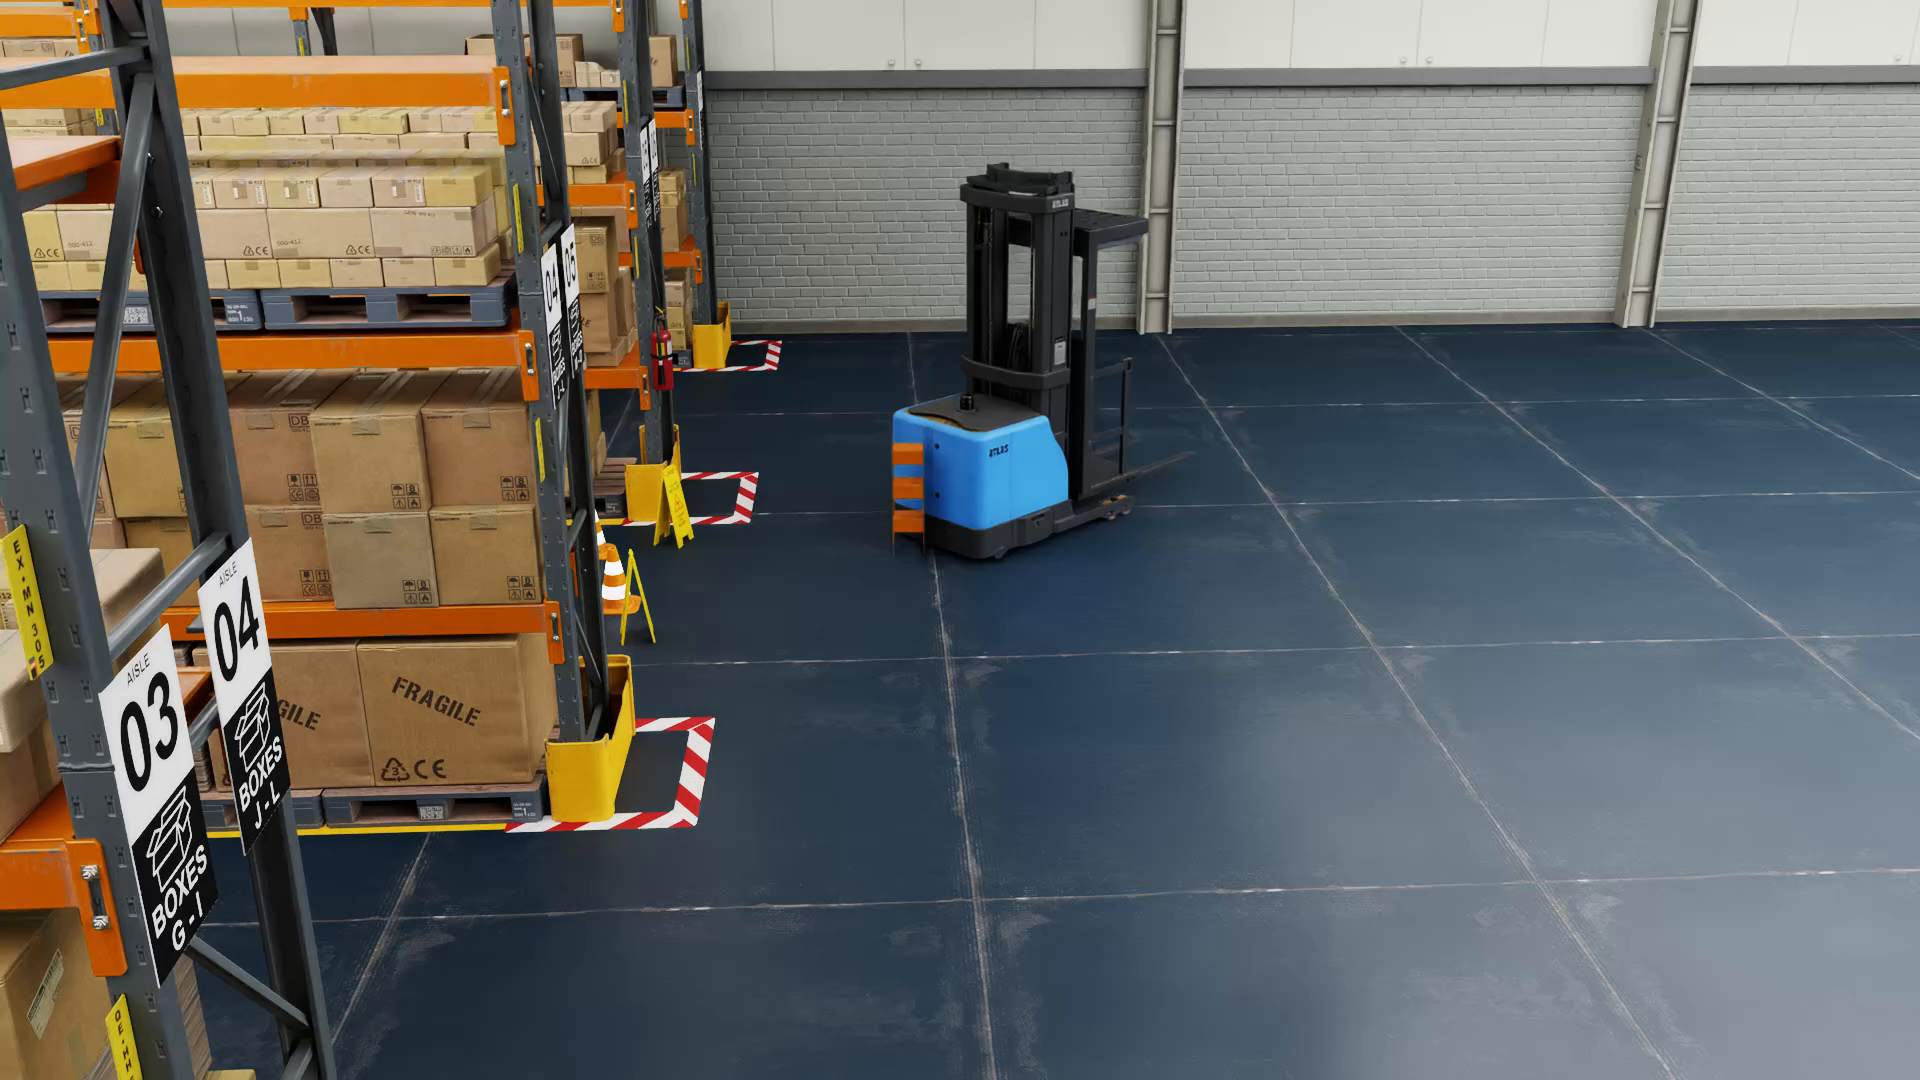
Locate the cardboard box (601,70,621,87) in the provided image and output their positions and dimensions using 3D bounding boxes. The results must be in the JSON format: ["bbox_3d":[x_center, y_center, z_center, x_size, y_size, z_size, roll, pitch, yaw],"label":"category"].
[{"bbox_3d":[-3.687,-4.932,17.767,0.250,0.149,0.380,-2,21,-5],"label":"cardboard box"}]

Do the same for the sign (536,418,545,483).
[{"bbox_3d":[-2.189,-0.469,8.676,0.005,0.325,0.100,-1,21,-3],"label":"sign"}]

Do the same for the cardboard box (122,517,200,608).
[{"bbox_3d":[-4.215,-0.045,9.314,0.500,0.550,0.875,-1,21,-3],"label":"cardboard box"}]

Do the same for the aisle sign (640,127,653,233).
[{"bbox_3d":[-2.511,-2.880,13.315,0.004,0.787,0.394,-1,21,-3],"label":"aisle sign"}]

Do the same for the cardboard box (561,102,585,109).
[{"bbox_3d":[-3.207,-3.478,13.557,0.250,0.149,0.380,-1,21,-3],"label":"cardboard box"}]

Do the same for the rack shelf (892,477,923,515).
[{"bbox_3d":[-0.407,-0.357,13.112,0.240,0.259,0.215,0,21,0],"label":"rack shelf"}]

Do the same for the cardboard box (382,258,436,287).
[{"bbox_3d":[-2.770,-1.405,8.503,0.250,0.149,0.380,-1,21,-3],"label":"cardboard box"}]

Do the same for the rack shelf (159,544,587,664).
[{"bbox_3d":[-4.203,0.367,9.453,4.000,0.370,1.077,-1,21,-3],"label":"rack shelf"}]

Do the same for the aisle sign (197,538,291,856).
[{"bbox_3d":[-1.979,0.431,4.619,0.004,0.787,0.394,-1,21,-3],"label":"aisle sign"}]

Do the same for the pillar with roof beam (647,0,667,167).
[{"bbox_3d":[-3.378,-5.110,14.396,0.400,9.000,9.100,-1,21,-3],"label":"pillar with roof beam"}]

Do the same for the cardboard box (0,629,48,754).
[{"bbox_3d":[-2.283,0.352,3.914,0.250,0.149,0.380,-1,21,-3],"label":"cardboard box"}]

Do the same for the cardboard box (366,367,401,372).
[{"bbox_3d":[-4.723,-1.498,13.693,0.250,0.149,0.380,-1,21,-3],"label":"cardboard box"}]

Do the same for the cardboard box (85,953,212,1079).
[{"bbox_3d":[-2.575,1.570,4.724,0.500,0.500,0.875,-1,21,-3],"label":"cardboard box"}]

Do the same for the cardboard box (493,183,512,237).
[{"bbox_3d":[-2.703,-1.805,8.993,0.500,0.250,0.500,-1,21,-3],"label":"cardboard box"}]

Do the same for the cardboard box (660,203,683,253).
[{"bbox_3d":[-3.353,-3.473,18.387,0.500,0.500,0.500,-2,21,-4],"label":"cardboard box"}]

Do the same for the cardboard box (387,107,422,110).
[{"bbox_3d":[-4.477,-3.469,13.533,0.250,0.149,0.380,-1,21,-2],"label":"cardboard box"}]

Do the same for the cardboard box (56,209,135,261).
[{"bbox_3d":[-4.183,-1.585,8.414,0.500,0.250,0.500,-1,21,-3],"label":"cardboard box"}]

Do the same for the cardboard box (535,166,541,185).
[{"bbox_3d":[-3.444,-2.934,13.249,0.250,0.149,0.380,-1,21,-1],"label":"cardboard box"}]

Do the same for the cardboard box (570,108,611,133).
[{"bbox_3d":[-2.910,-3.312,13.120,0.250,0.149,0.380,-1,21,-3],"label":"cardboard box"}]

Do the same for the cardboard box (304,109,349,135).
[{"bbox_3d":[-4.953,-3.279,13.033,0.250,0.149,0.380,-1,21,-4],"label":"cardboard box"}]

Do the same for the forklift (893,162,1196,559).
[{"bbox_3d":[0.839,-1.653,13.842,1.130,2.935,3.031,19,28,41],"label":"forklift"}]

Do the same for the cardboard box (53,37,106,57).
[{"bbox_3d":[-9.110,-5.007,17.471,0.500,0.500,0.500,-1,21,-2],"label":"cardboard box"}]

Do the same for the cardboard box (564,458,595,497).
[{"bbox_3d":[-3.405,-0.565,14.164,0.500,0.250,0.500,-1,21,-3],"label":"cardboard box"}]

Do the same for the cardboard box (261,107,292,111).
[{"bbox_3d":[-5.508,-3.484,13.573,0.250,0.149,0.380,-1,21,-1],"label":"cardboard box"}]

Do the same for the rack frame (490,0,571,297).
[{"bbox_3d":[-2.206,-2.814,8.364,0.127,3.000,1.000,-1,21,-3],"label":"rack frame"}]

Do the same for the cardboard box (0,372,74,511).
[{"bbox_3d":[-5.287,-0.551,9.125,0.550,0.550,0.875,-1,21,-3],"label":"cardboard box"}]

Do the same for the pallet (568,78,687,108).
[{"bbox_3d":[-3.584,-4.885,18.144,1.213,0.211,1.003,-1,21,-3],"label":"pallet"}]

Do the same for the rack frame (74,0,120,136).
[{"bbox_3d":[-6.583,-4.489,12.764,0.127,3.000,1.000,-1,21,-3],"label":"rack frame"}]

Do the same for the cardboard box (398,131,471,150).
[{"bbox_3d":[-4.105,-3.109,13.148,0.500,0.250,0.500,-1,21,-2],"label":"cardboard box"}]

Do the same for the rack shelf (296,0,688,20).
[{"bbox_3d":[-4.873,-5.770,17.701,4.000,0.370,1.077,-1,21,-3],"label":"rack shelf"}]

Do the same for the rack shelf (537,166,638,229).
[{"bbox_3d":[-4.586,-2.791,13.532,4.000,0.370,1.077,-1,21,-3],"label":"rack shelf"}]

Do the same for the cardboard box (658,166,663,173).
[{"bbox_3d":[-3.493,-4.104,18.715,0.250,0.149,0.380,0,21,-1],"label":"cardboard box"}]

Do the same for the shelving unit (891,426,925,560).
[{"bbox_3d":[-0.407,-0.366,13.108,0.252,1.050,0.215,0,21,0],"label":"shelving unit"}]

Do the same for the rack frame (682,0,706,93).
[{"bbox_3d":[-2.877,-6.333,17.608,0.127,3.000,1.000,-1,21,-3],"label":"rack frame"}]

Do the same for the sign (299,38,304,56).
[{"bbox_3d":[-6.830,-5.046,17.275,0.005,0.325,0.100,-1,21,-3],"label":"sign"}]

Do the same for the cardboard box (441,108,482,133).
[{"bbox_3d":[-3.925,-3.319,13.140,0.250,0.149,0.380,-1,21,-3],"label":"cardboard box"}]

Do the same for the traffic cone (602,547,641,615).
[{"bbox_3d":[-2.543,0.274,12.252,0.334,0.463,0.336,-1,21,-3],"label":"traffic cone"}]

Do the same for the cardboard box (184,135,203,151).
[{"bbox_3d":[-6.128,-3.068,13.039,0.500,0.250,0.500,-2,21,-4],"label":"cardboard box"}]

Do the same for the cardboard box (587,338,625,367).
[{"bbox_3d":[-2.951,-1.565,13.870,0.250,0.149,0.380,0,21,-1],"label":"cardboard box"}]

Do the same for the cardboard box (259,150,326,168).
[{"bbox_3d":[-3.573,-1.996,8.934,0.250,0.149,0.380,-2,21,-4],"label":"cardboard box"}]

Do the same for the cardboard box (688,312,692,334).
[{"bbox_3d":[-3.378,-2.500,19.247,0.500,0.250,0.500,-1,21,-3],"label":"cardboard box"}]

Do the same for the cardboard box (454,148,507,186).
[{"bbox_3d":[-2.558,-2.016,8.987,0.250,0.149,0.380,-1,21,-2],"label":"cardboard box"}]

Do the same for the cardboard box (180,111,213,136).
[{"bbox_3d":[-5.992,-3.248,12.954,0.250,0.149,0.380,-1,21,-1],"label":"cardboard box"}]

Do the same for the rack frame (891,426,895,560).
[{"bbox_3d":[-0.529,-0.366,13.107,0.008,1.050,0.200,0,21,0],"label":"rack frame"}]

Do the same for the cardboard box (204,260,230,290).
[{"bbox_3d":[-3.787,-1.385,8.449,0.250,0.149,0.380,-1,21,-3],"label":"cardboard box"}]

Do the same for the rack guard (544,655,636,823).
[{"bbox_3d":[-2.182,1.158,9.878,0.348,0.500,1.175,-1,21,-3],"label":"rack guard"}]

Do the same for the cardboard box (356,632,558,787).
[{"bbox_3d":[-2.879,0.824,9.637,0.875,0.875,0.875,-1,21,-3],"label":"cardboard box"}]

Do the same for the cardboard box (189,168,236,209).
[{"bbox_3d":[-3.793,-1.757,8.306,0.250,0.149,0.380,-1,21,-4],"label":"cardboard box"}]

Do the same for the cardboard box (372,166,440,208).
[{"bbox_3d":[-2.773,-1.778,8.362,0.250,0.149,0.380,-1,21,-3],"label":"cardboard box"}]

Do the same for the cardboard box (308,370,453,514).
[{"bbox_3d":[-3.123,-0.547,9.114,0.550,0.550,0.875,-1,21,-3],"label":"cardboard box"}]

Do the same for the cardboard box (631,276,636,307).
[{"bbox_3d":[-3.828,-2.775,18.564,0.500,0.250,0.500,-1,21,-2],"label":"cardboard box"}]

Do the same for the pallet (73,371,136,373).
[{"bbox_3d":[-7.355,-1.632,13.960,1.213,0.211,1.003,-1,21,-3],"label":"pallet"}]

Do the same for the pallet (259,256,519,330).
[{"bbox_3d":[-2.946,-1.352,8.864,1.213,0.211,1.003,-1,21,-3],"label":"pallet"}]
